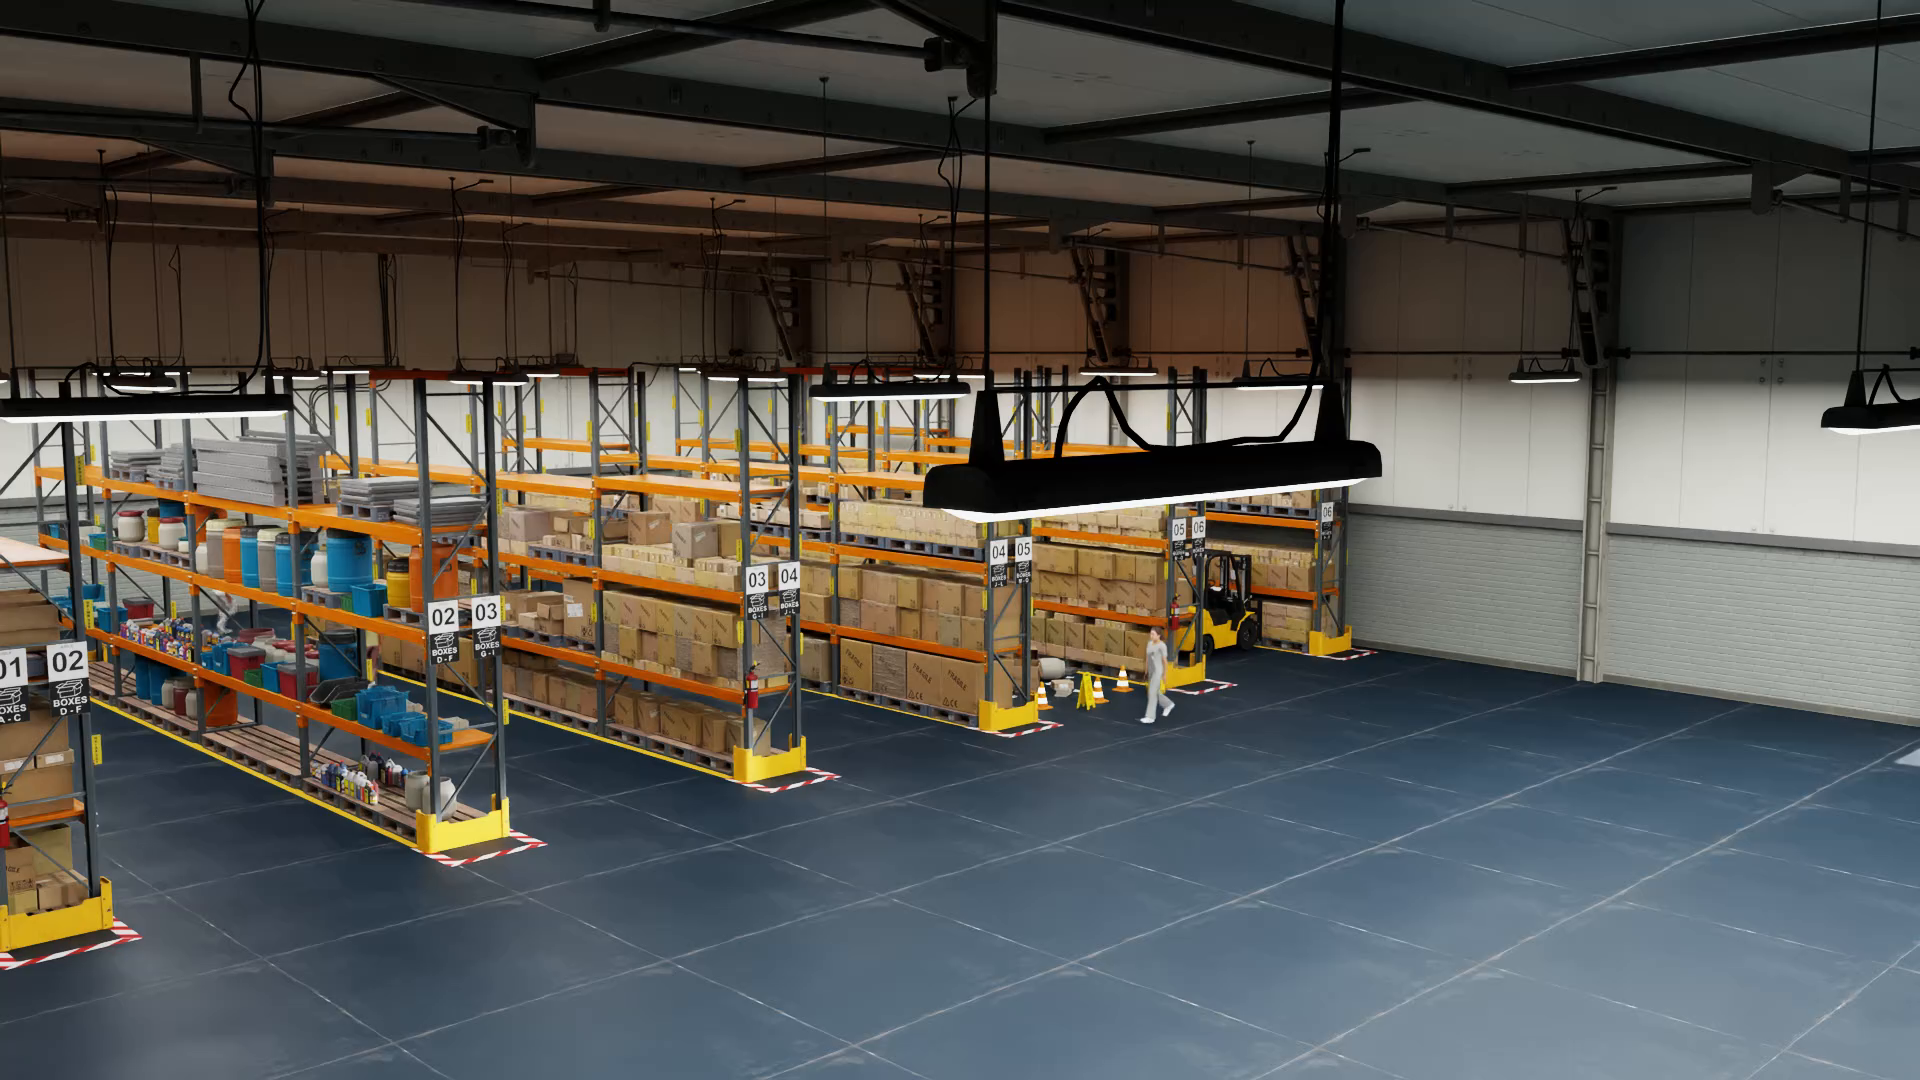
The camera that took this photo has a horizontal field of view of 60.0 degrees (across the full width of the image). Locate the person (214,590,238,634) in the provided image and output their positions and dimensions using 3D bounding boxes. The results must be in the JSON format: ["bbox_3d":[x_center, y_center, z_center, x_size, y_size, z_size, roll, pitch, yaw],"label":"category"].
[{"bbox_3d":[-16.539,1.228,37.321,0.611,1.763,0.479,6,9,42],"label":"person"}]

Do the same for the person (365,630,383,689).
[{"bbox_3d":[-10.945,2.023,30.907,0.483,1.642,0.463,-6,9,-43],"label":"person"}]

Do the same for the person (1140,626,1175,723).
[{"bbox_3d":[3.411,2.290,28.579,0.820,1.655,0.486,-3,7,-28],"label":"person"}]
